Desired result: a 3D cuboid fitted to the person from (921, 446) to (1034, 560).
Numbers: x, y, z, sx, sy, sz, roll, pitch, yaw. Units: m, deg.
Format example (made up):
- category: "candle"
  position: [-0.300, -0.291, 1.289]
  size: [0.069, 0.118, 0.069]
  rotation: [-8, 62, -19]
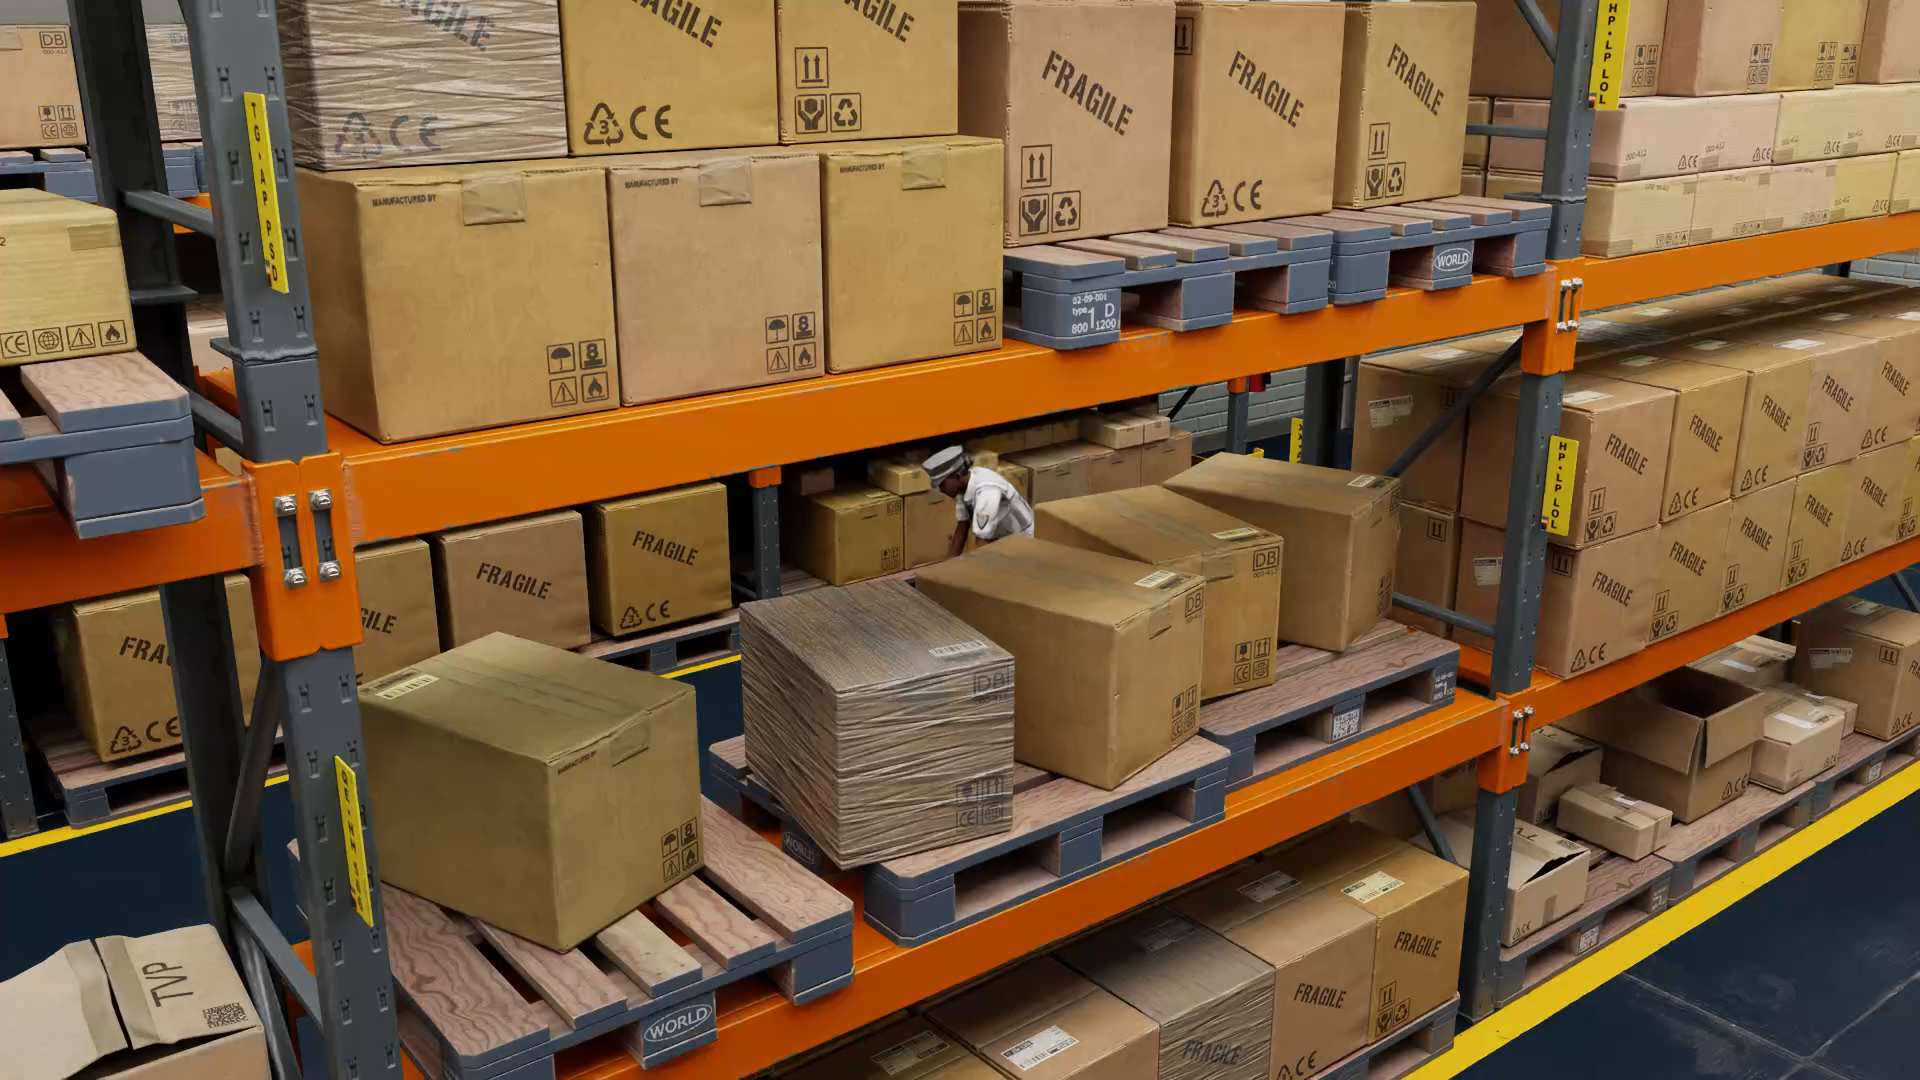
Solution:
- category: "person"
  position: [0.150, 0.117, 9.246]
  size: [0.741, 1.331, 0.496]
  rotation: [-4, 18, -12]
